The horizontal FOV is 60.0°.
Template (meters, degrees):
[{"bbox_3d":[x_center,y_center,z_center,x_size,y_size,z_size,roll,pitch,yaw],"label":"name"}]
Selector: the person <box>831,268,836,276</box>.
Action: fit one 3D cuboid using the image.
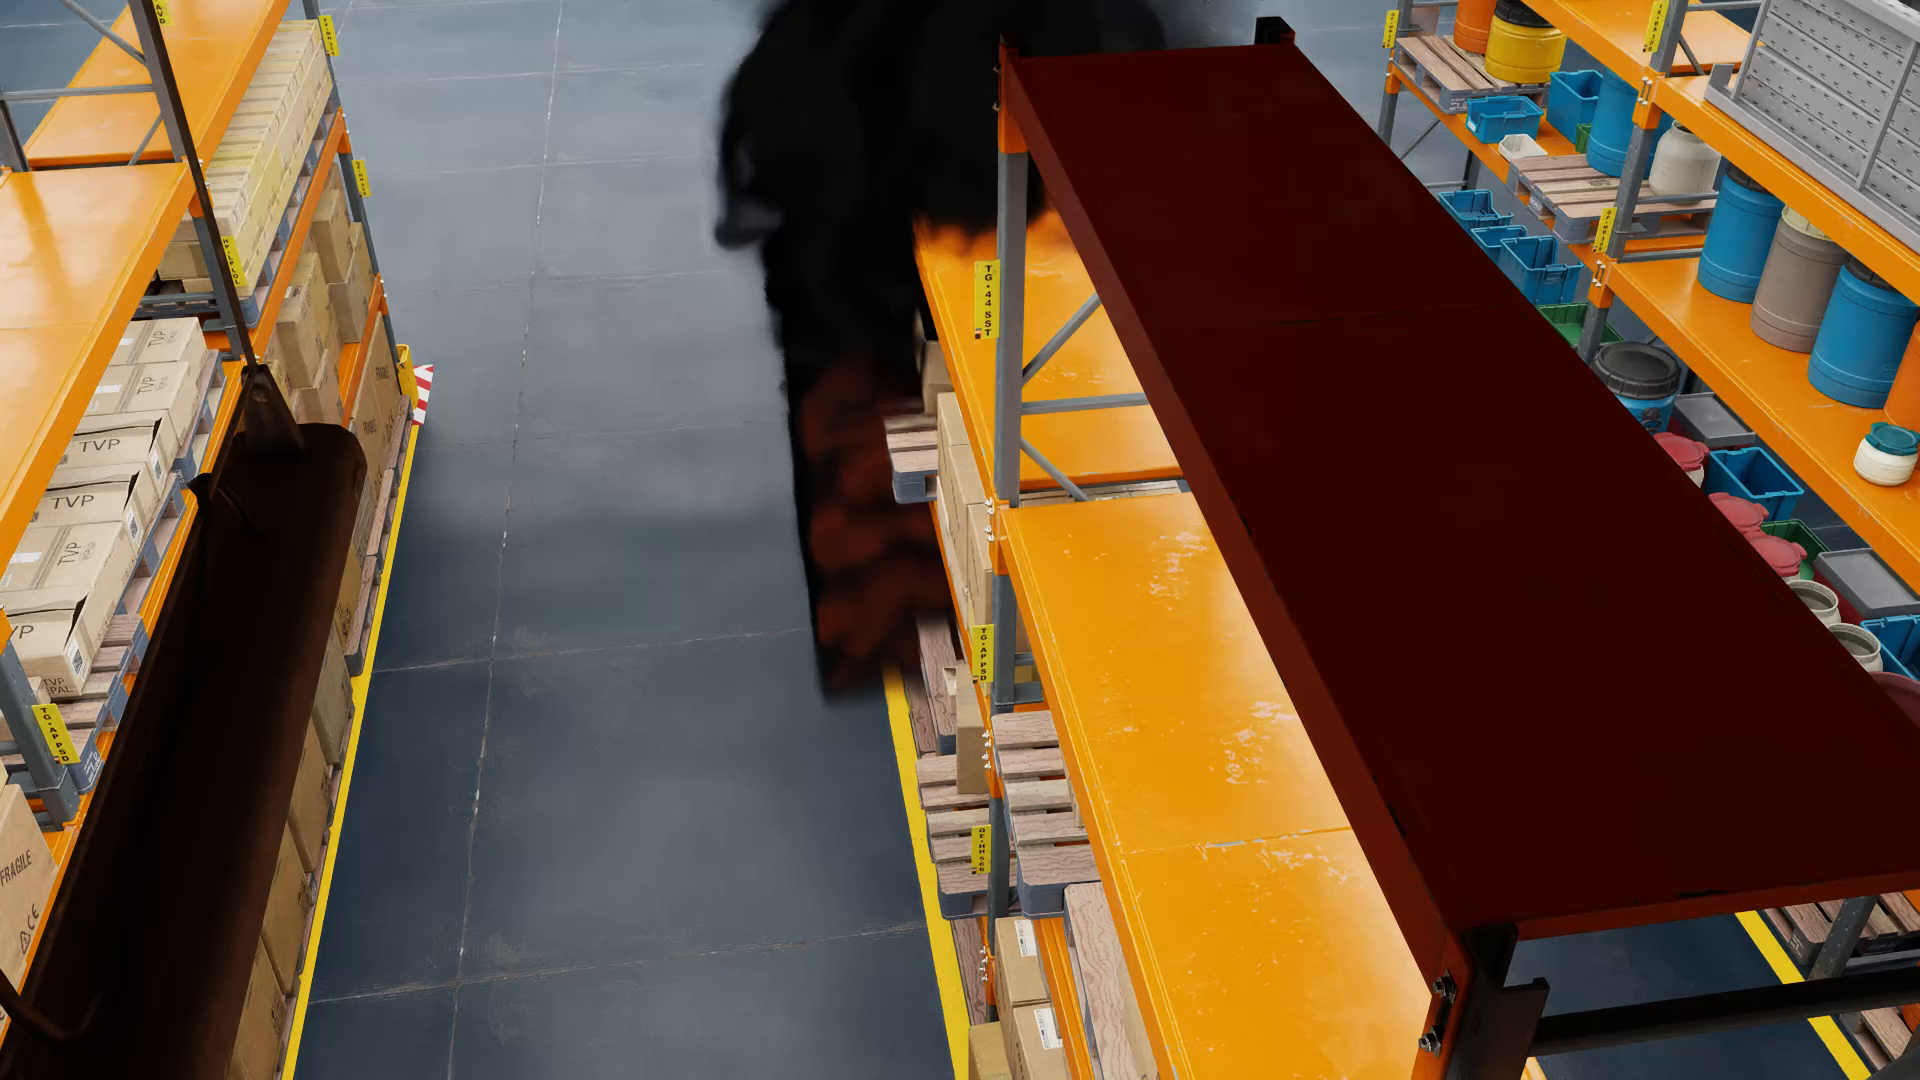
[{"bbox_3d":[-0.965,-3.356,16.575,0.850,1.763,0.701,14,39,18],"label":"person"}]
